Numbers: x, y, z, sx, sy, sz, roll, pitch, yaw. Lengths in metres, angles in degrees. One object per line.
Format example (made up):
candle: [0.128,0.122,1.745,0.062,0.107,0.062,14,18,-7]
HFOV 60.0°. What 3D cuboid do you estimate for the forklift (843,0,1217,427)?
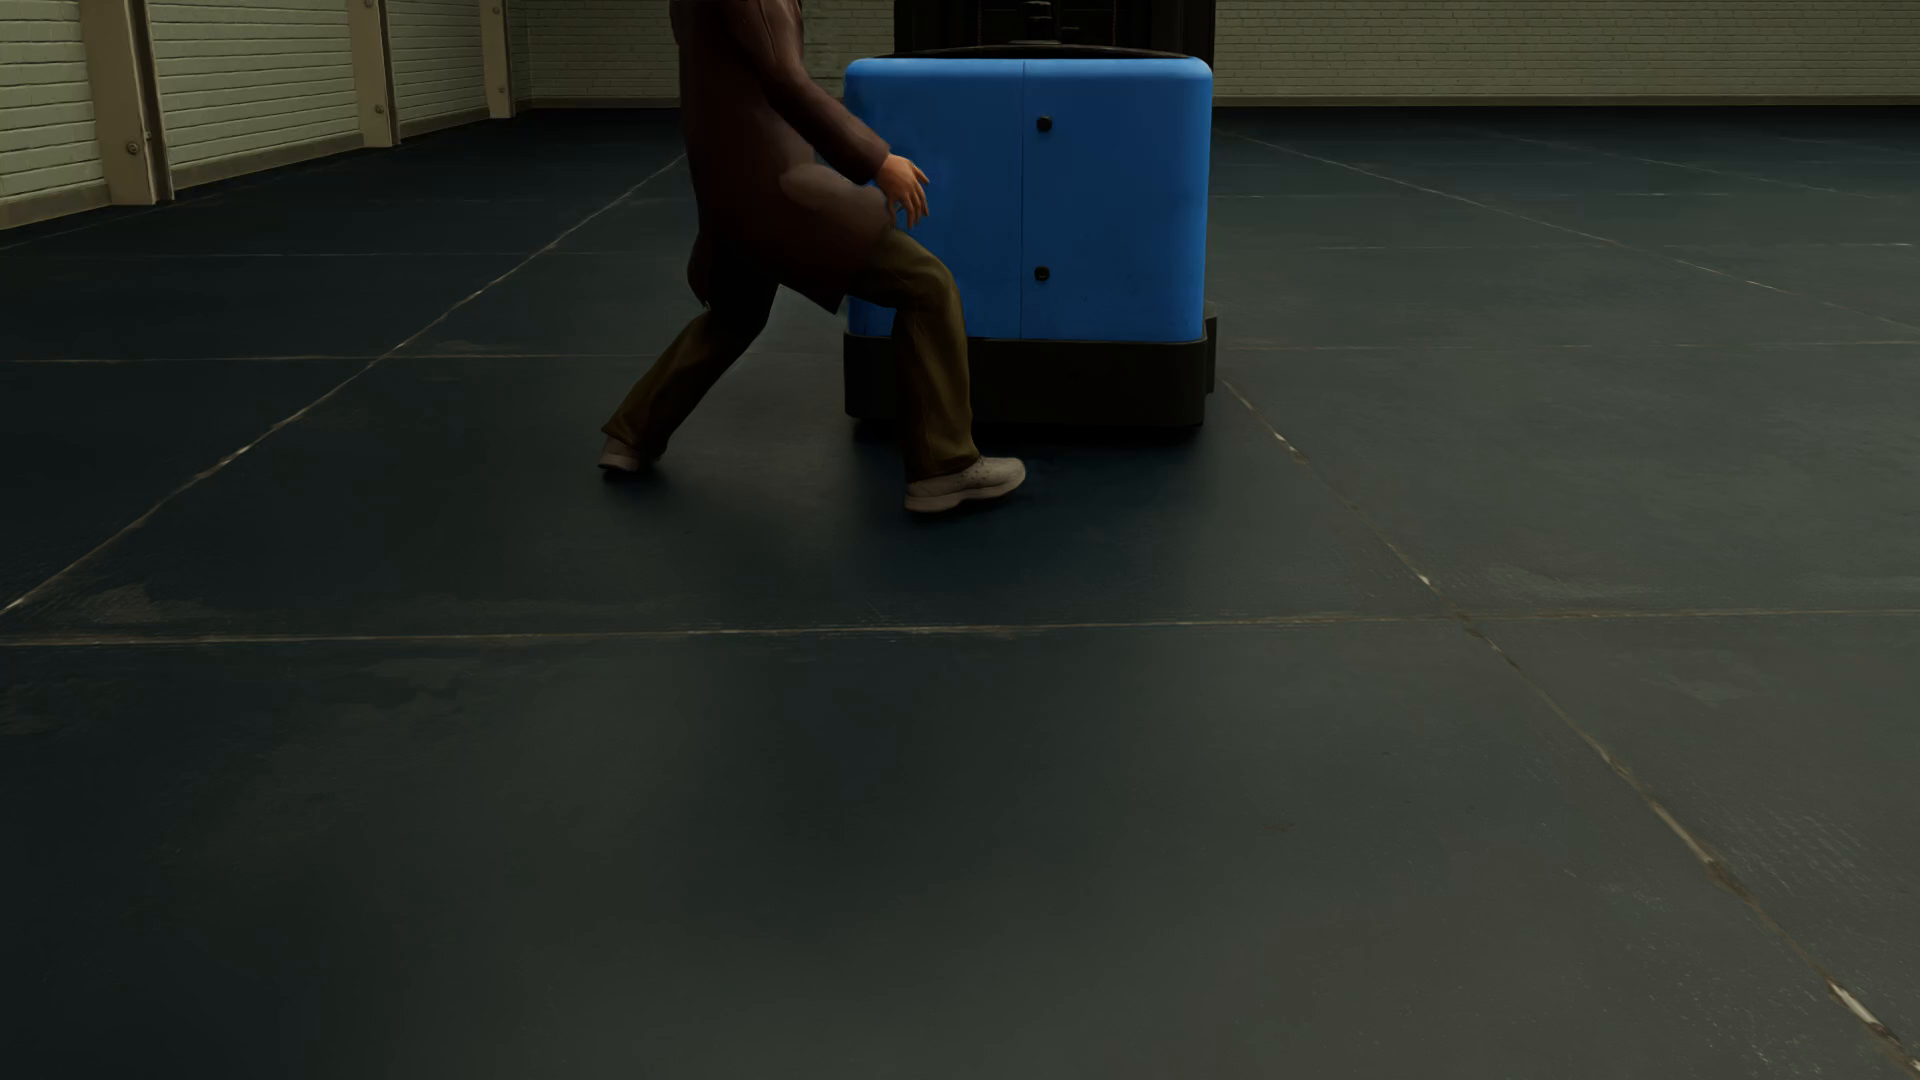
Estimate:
forklift: [0.348,-2.107,5.796,1.130,2.935,3.031,2,17,6]

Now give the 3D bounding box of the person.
person: [-0.428,-0.892,4.202,0.967,1.632,1.033,-7,18,-22]
